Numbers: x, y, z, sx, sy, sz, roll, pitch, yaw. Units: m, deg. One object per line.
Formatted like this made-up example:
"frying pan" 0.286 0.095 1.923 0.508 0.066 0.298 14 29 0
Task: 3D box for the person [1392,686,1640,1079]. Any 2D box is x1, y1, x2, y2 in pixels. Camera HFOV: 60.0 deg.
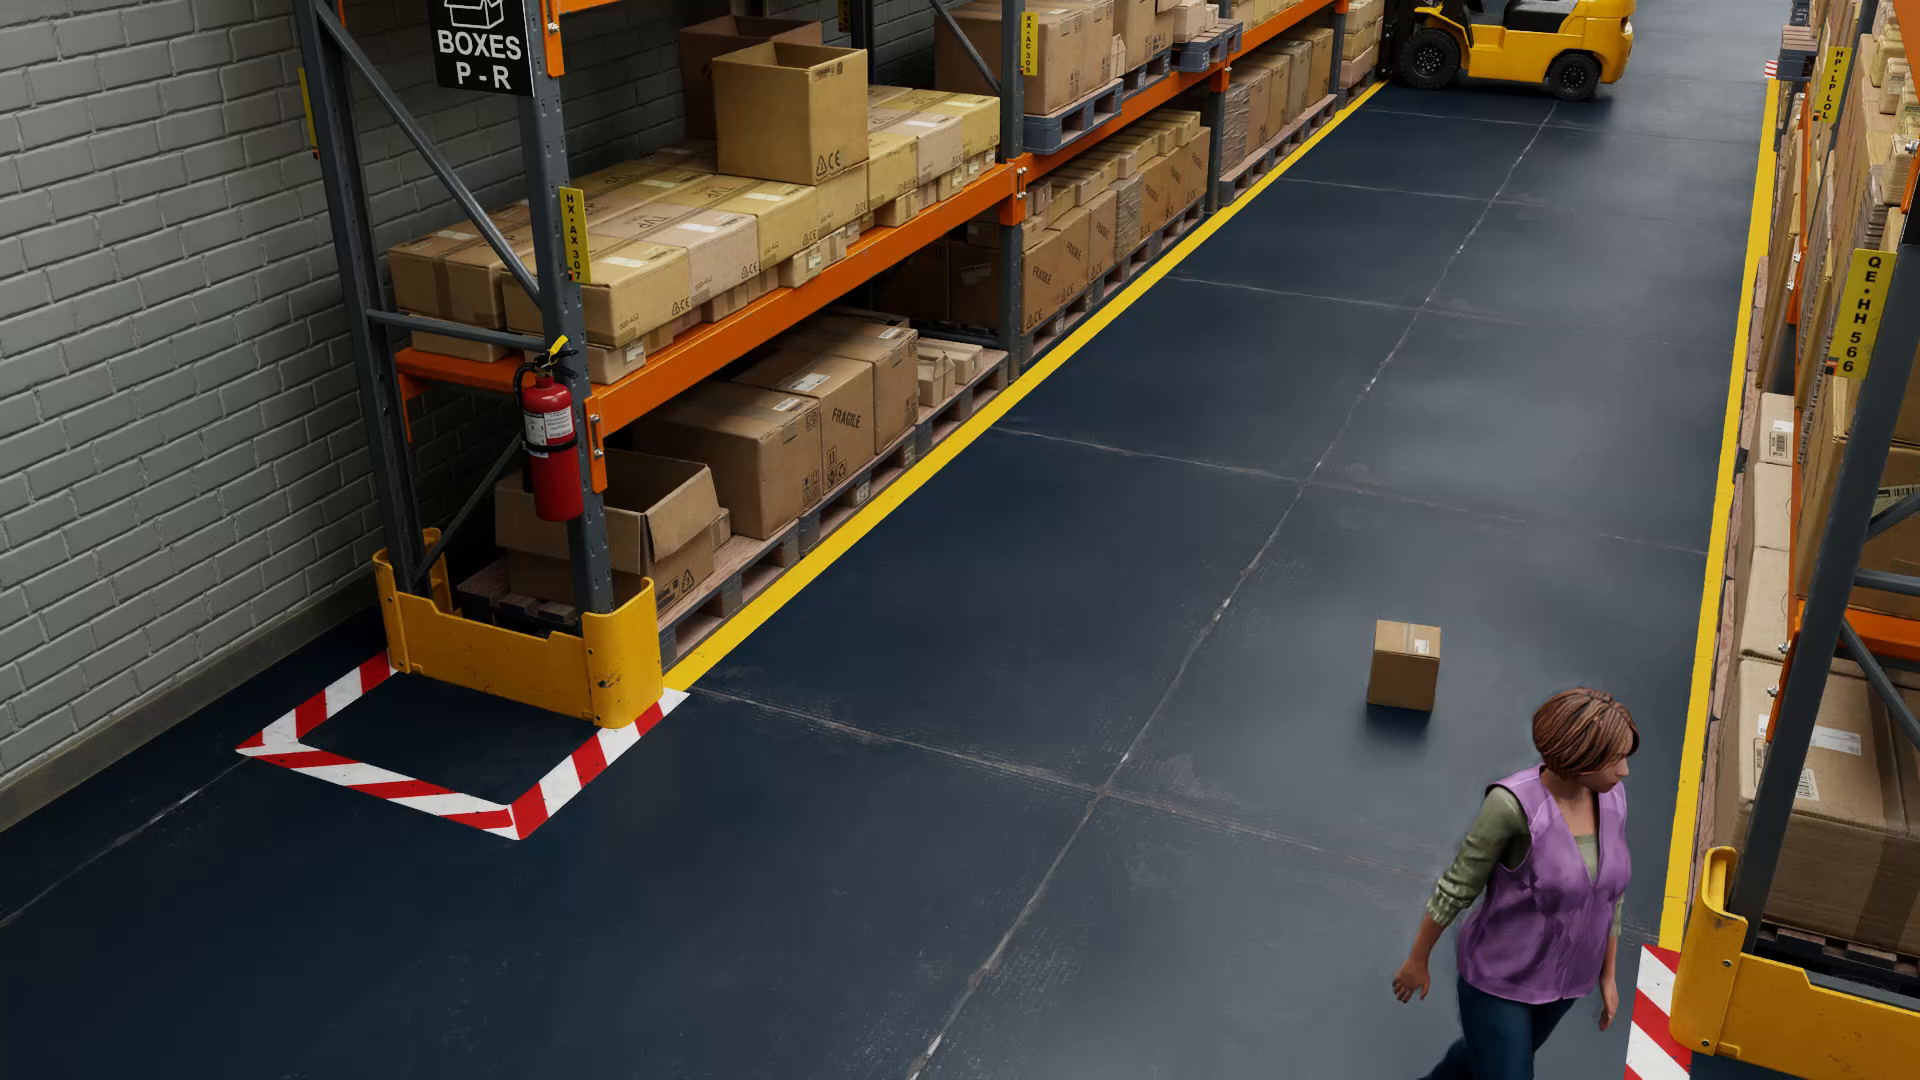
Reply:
"person" 1.383 1.082 3.944 0.502 1.559 0.812 -11 28 -20
